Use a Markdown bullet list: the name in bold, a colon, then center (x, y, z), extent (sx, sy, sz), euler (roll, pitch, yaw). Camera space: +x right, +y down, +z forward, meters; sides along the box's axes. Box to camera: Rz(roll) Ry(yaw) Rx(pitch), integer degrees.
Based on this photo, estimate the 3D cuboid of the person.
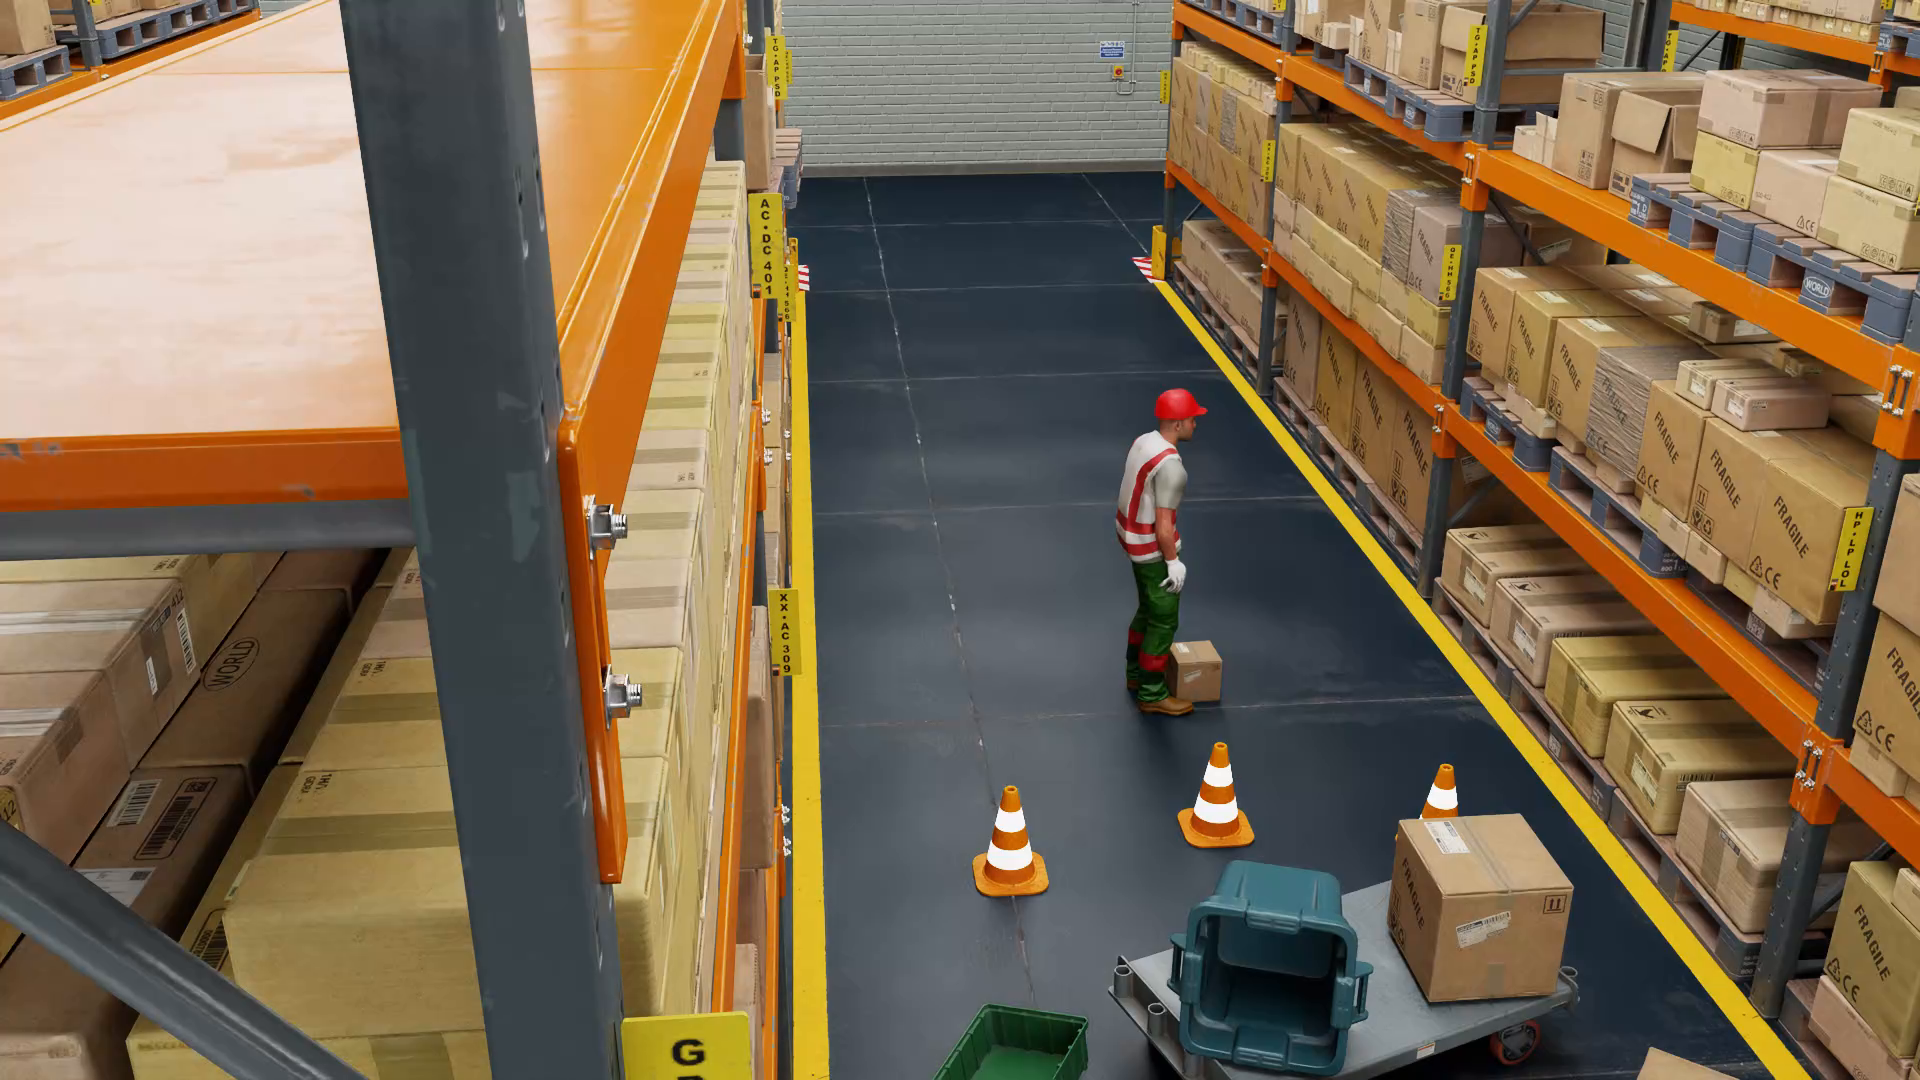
- **person**: center (1.078, 0.048, 8.973), extent (0.451, 1.775, 0.611), euler (-4, 24, -8)
